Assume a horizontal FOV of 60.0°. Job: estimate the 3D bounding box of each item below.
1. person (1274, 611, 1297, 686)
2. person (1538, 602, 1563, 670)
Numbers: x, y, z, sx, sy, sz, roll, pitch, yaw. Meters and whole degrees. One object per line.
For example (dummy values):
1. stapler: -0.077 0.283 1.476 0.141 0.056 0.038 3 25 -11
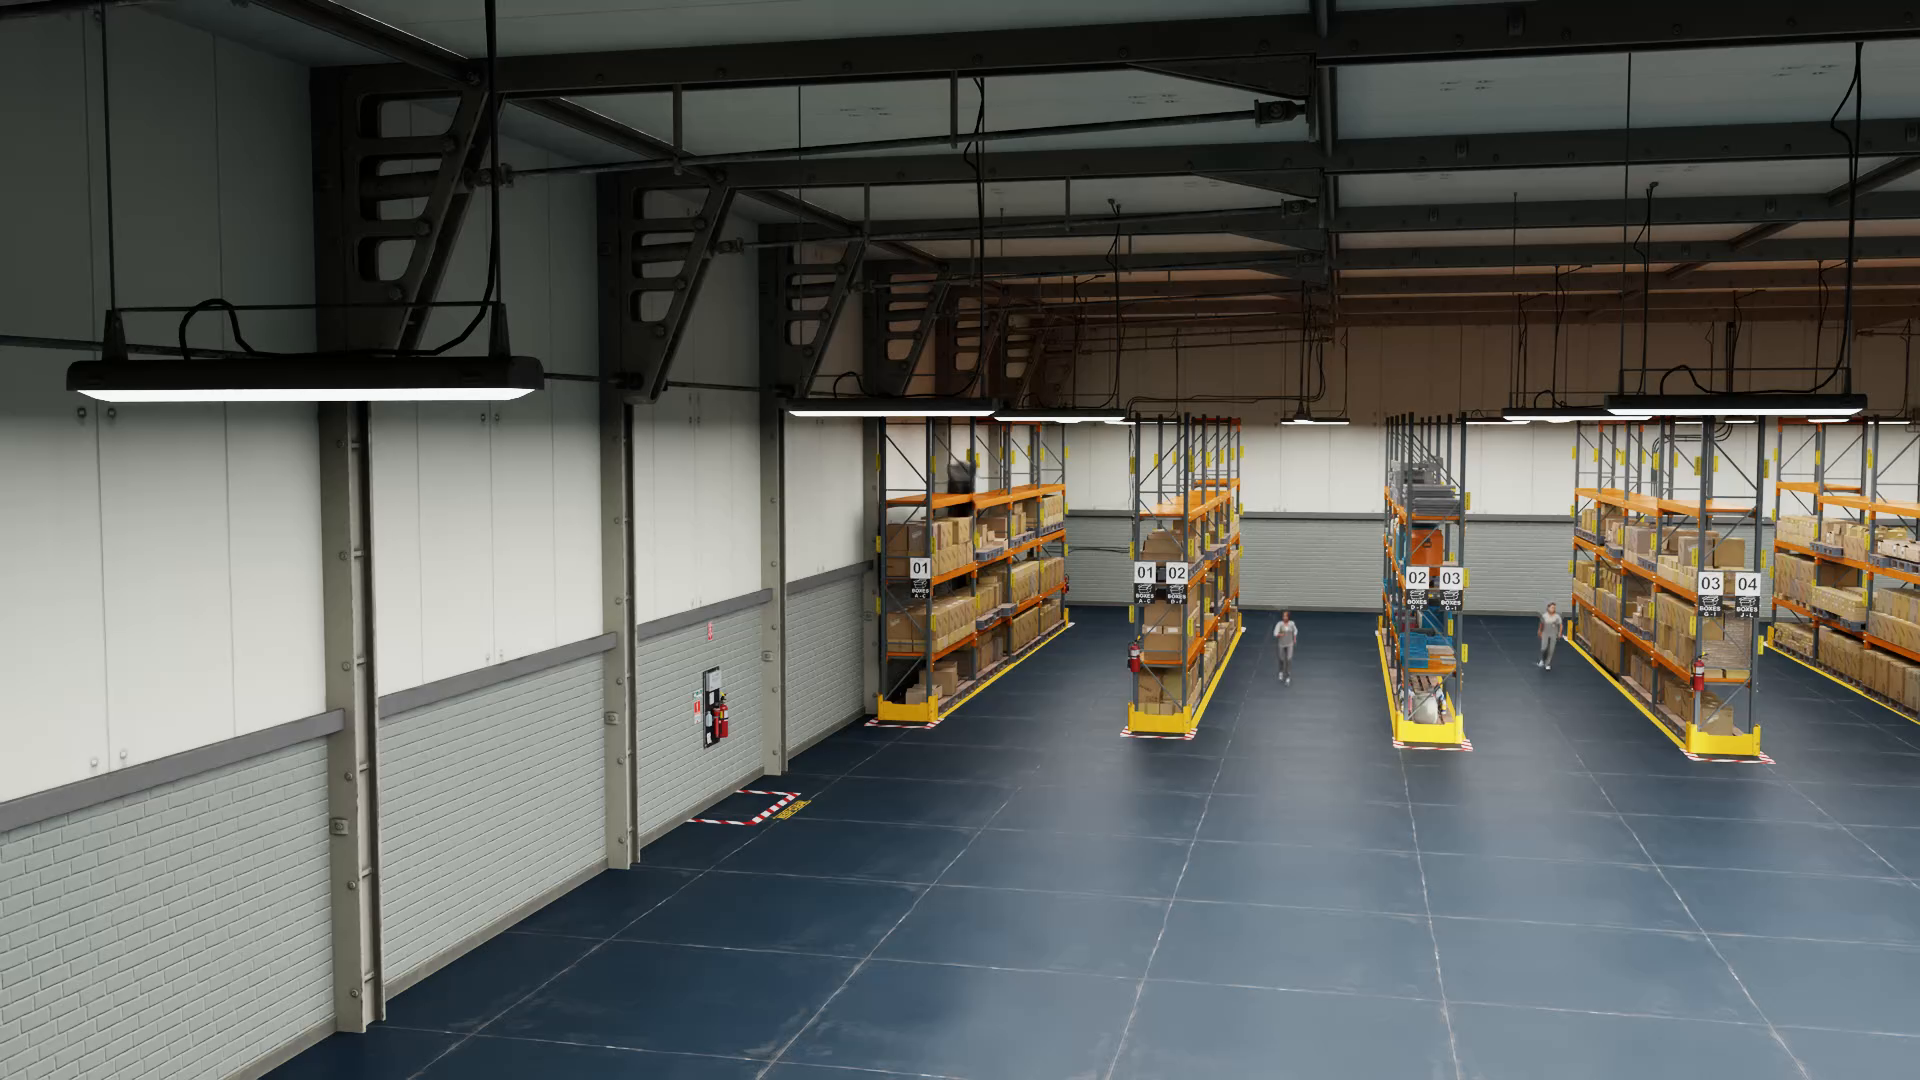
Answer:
1. person: 7.273 2.389 37.189 0.534 1.626 0.823 0 4 5
2. person: 13.871 2.272 39.081 0.574 1.607 0.707 1 4 20
